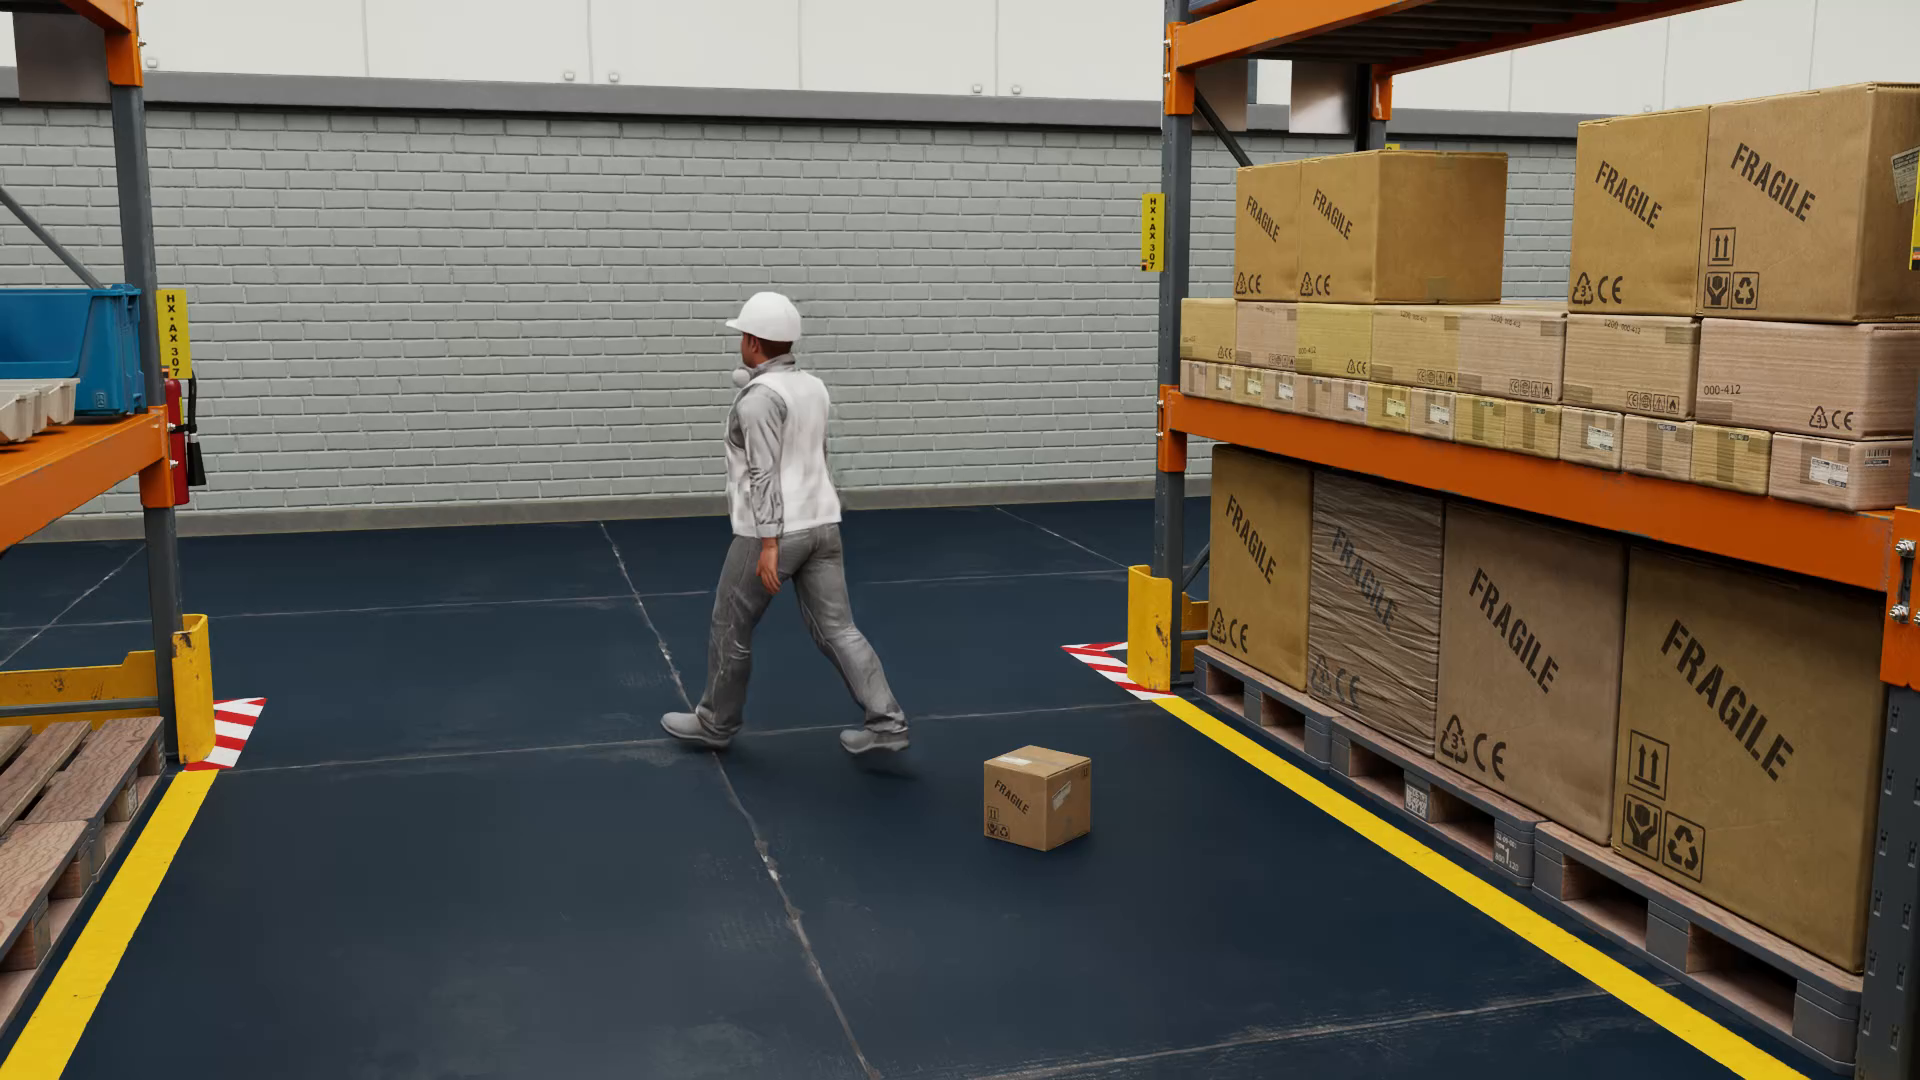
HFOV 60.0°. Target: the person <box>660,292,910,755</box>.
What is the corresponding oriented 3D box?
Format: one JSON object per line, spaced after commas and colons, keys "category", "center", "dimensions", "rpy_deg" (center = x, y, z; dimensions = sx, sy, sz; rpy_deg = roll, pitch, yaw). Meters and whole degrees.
{"category": "person", "center": [-0.643, -0.046, 6.152], "dimensions": [1.056, 1.724, 0.561], "rpy_deg": [6, 11, 33]}
